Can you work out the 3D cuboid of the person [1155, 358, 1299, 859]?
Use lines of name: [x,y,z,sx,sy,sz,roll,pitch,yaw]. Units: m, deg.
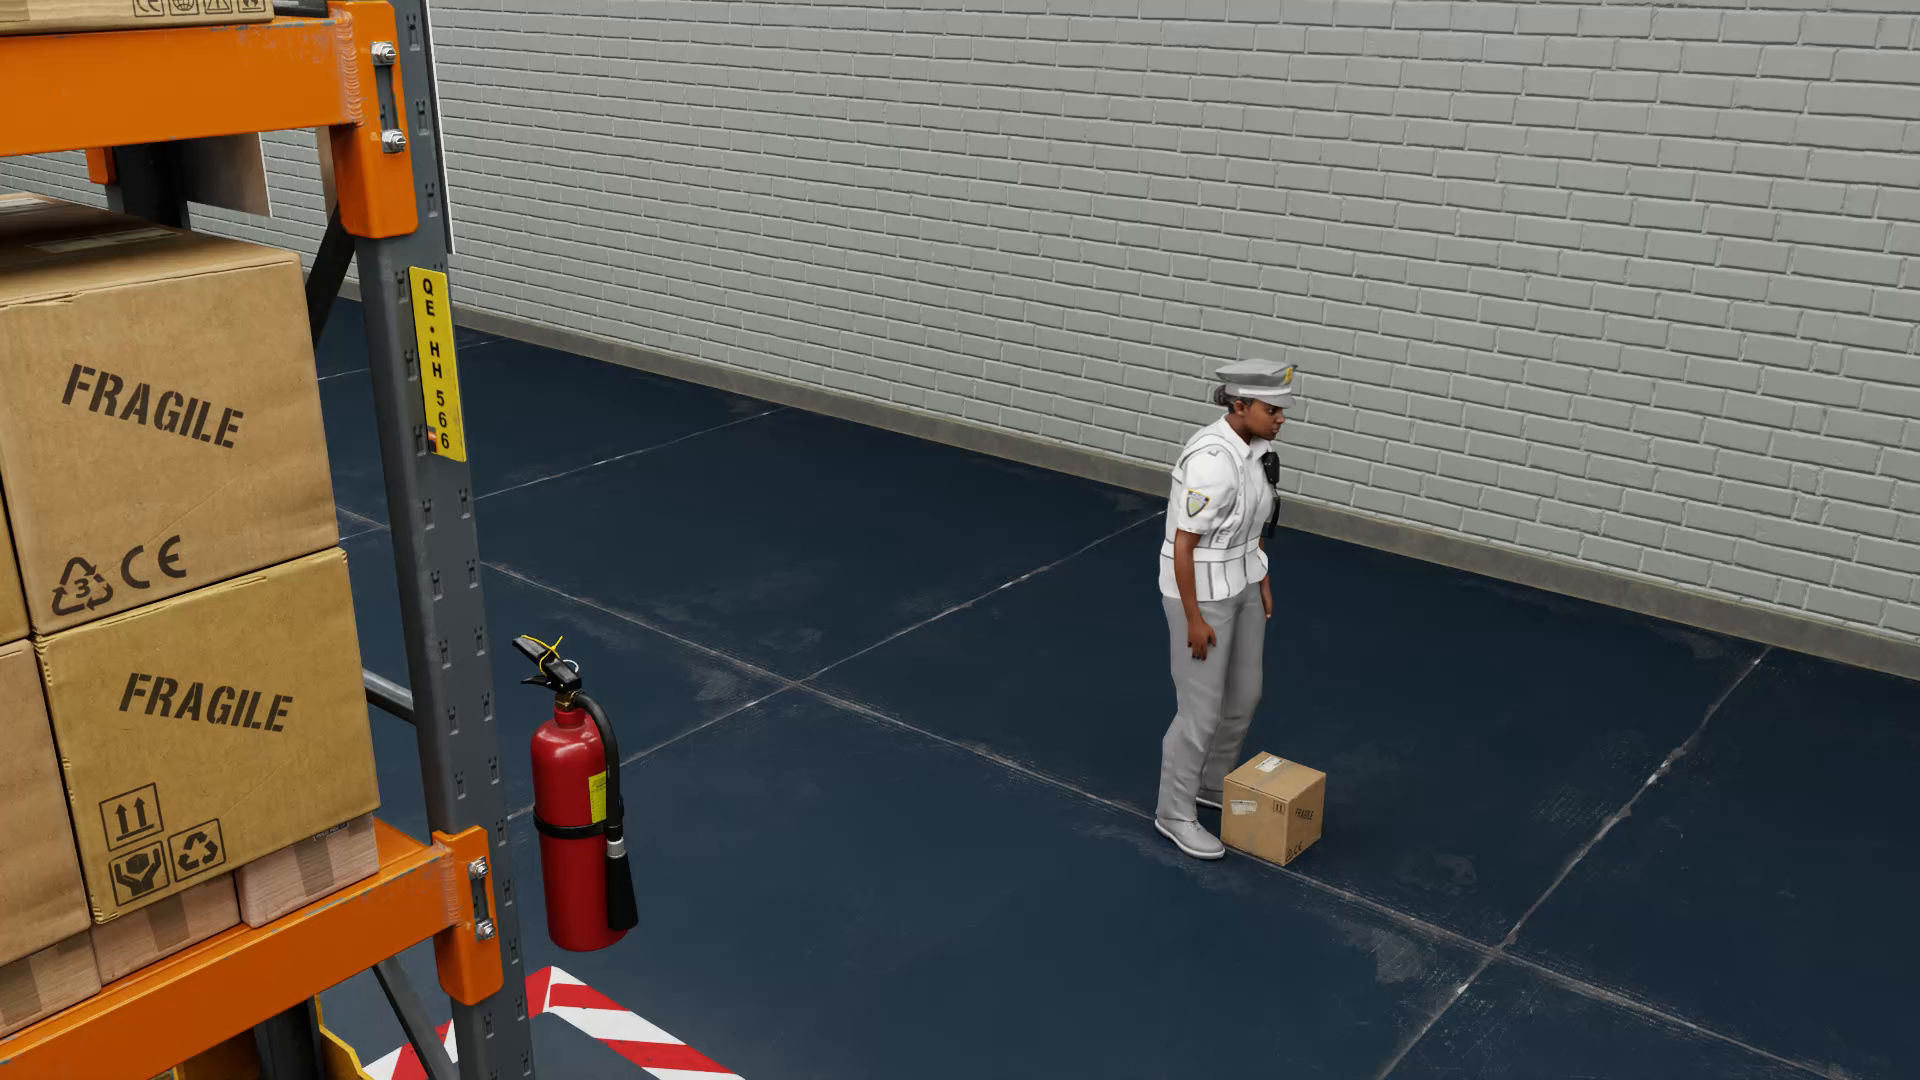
person: [0.872,0.202,5.530,0.393,1.660,0.506,16,26,37]
